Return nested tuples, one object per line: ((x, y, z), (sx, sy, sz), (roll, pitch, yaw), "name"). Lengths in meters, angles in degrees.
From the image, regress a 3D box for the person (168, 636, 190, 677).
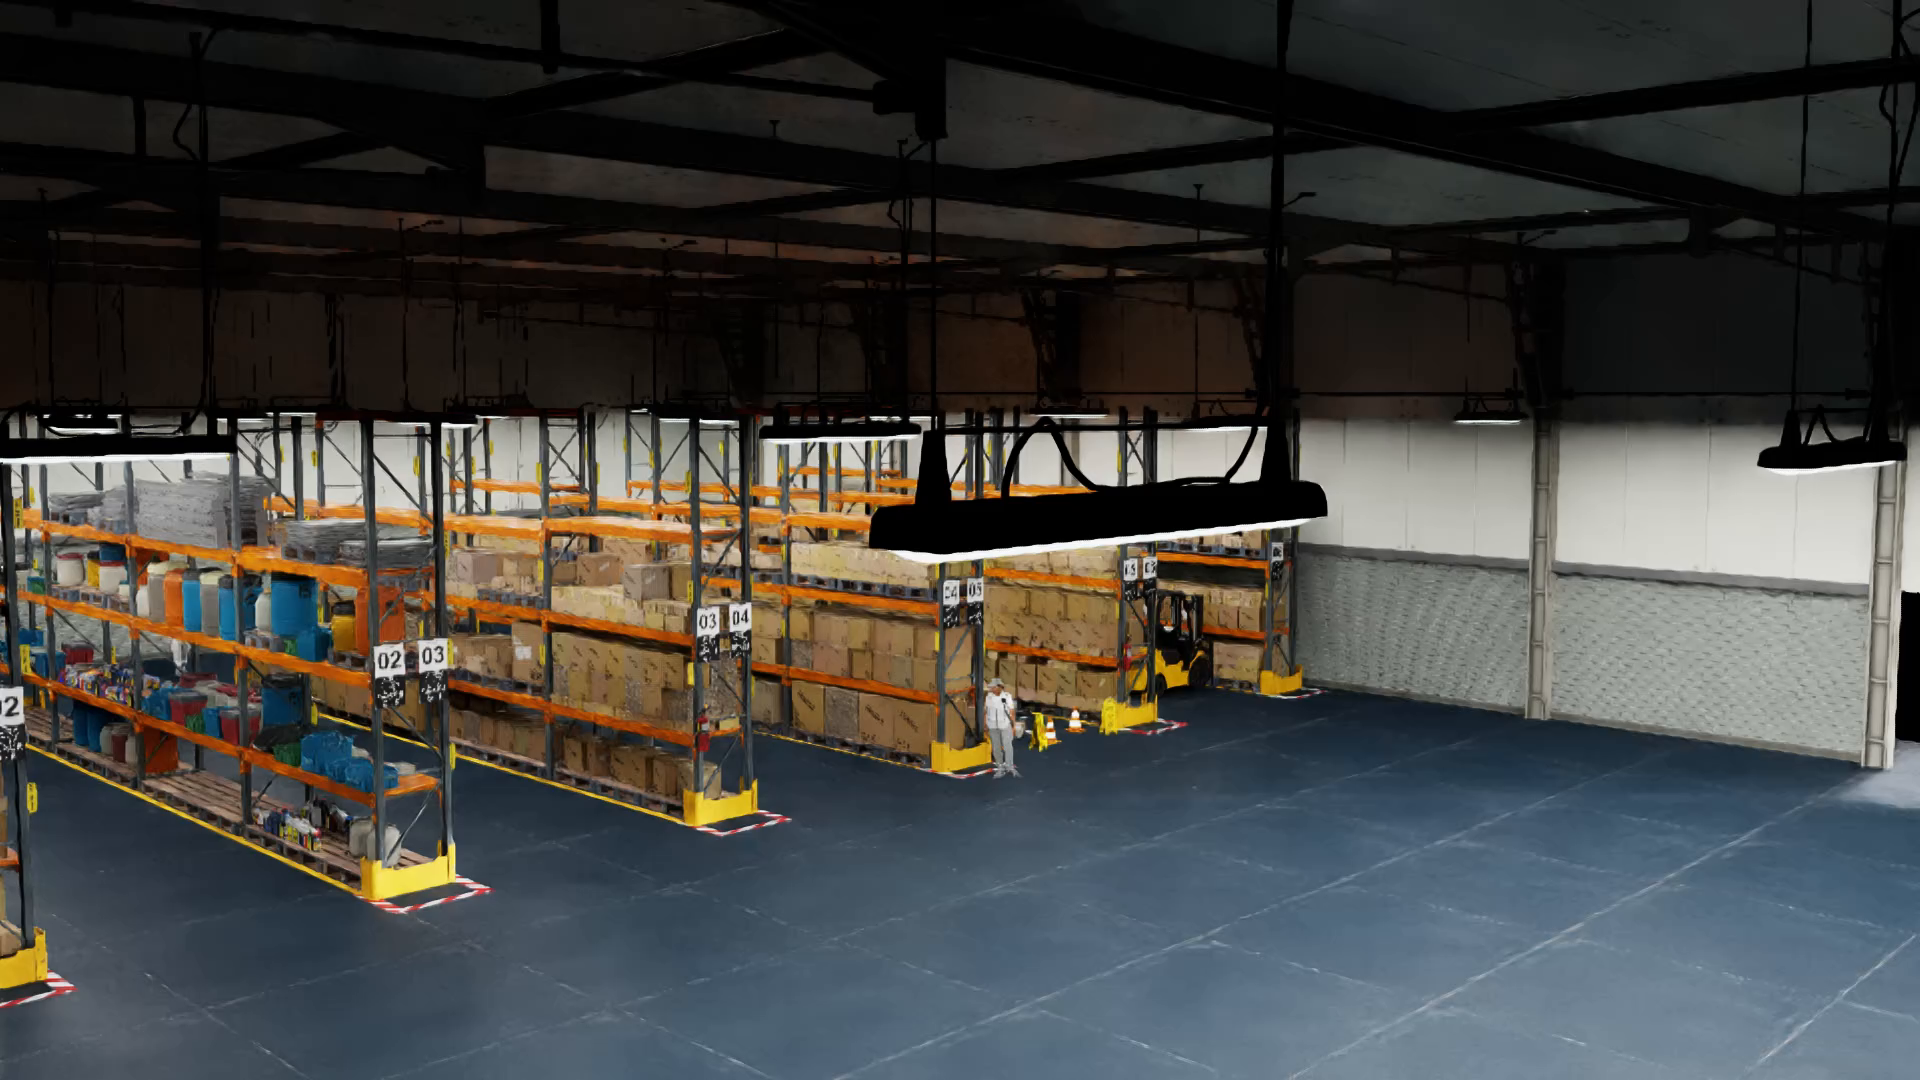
((-17.378, 2.167, 37.161), (0.534, 1.726, 1.038), (-4, 6, -36), "person")

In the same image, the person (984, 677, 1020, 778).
((0.689, 3.078, 27.327), (0.602, 1.658, 0.426), (1, 5, 14), "person")

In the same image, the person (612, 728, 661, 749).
((-5.751, 2.940, 29.140), (0.817, 1.601, 0.609), (3, 6, 27), "person")
